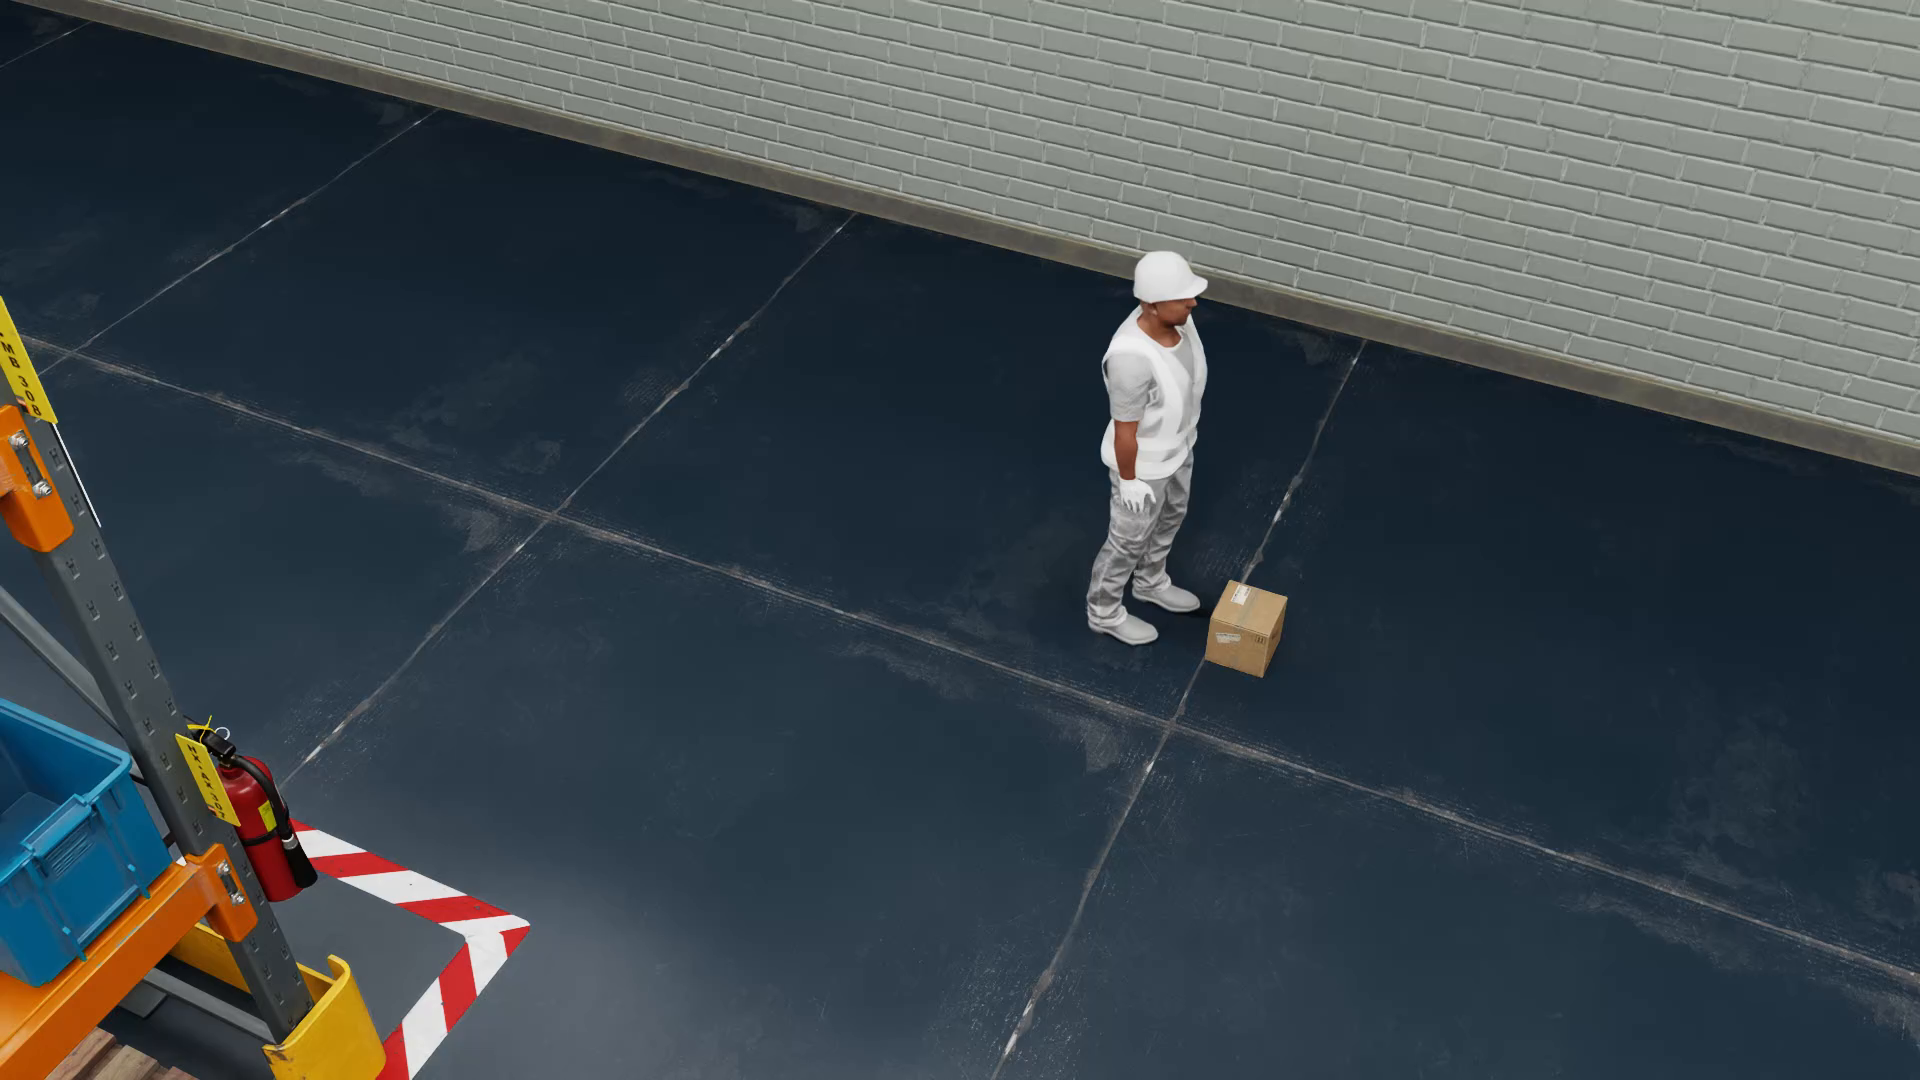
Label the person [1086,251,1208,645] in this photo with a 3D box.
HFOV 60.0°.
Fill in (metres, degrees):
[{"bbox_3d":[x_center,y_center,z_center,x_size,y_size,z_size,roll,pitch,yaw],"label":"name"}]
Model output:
[{"bbox_3d":[0.782,-0.341,6.528,0.419,1.786,0.541,18,45,20],"label":"person"}]
